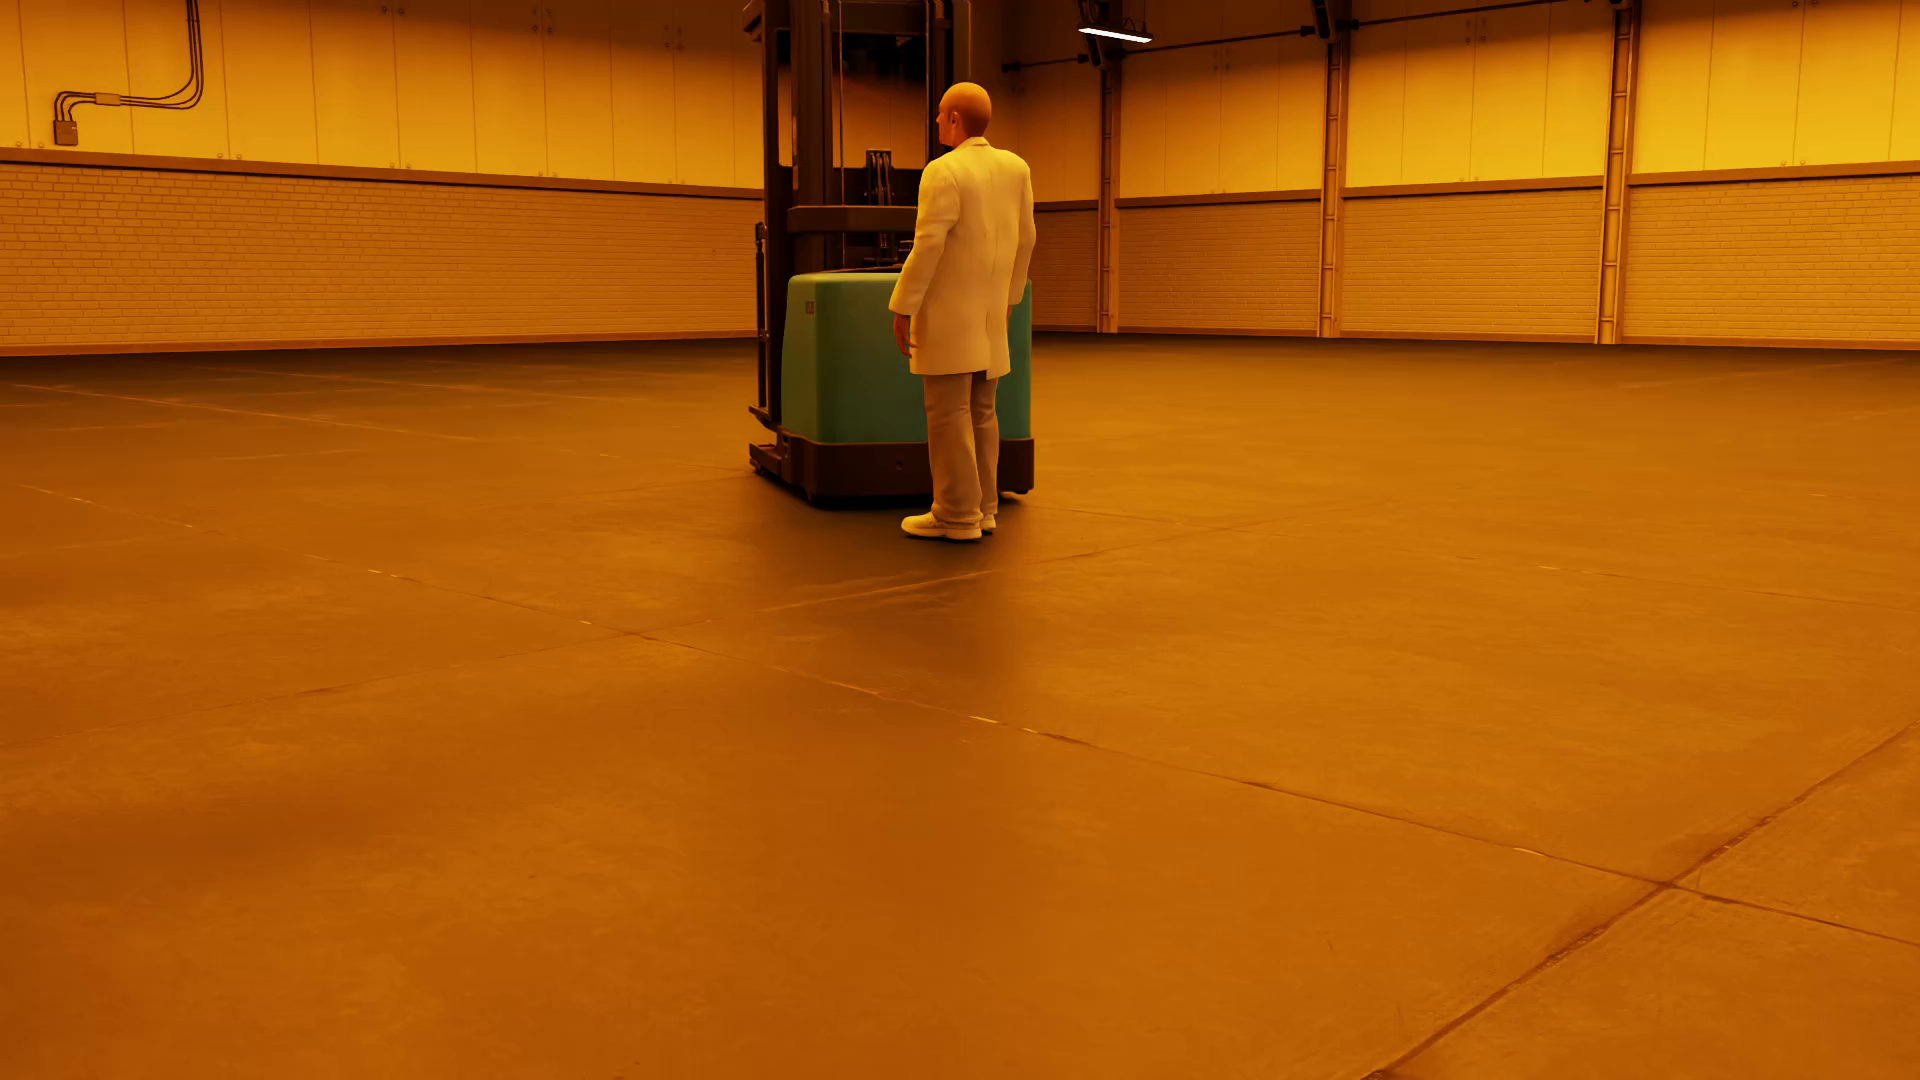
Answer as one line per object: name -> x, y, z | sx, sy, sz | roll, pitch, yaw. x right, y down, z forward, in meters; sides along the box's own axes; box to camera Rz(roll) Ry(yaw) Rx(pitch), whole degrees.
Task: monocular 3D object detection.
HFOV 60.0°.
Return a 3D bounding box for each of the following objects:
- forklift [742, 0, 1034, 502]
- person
forklift -> -0.540, -1.807, 8.878 | 1.130, 2.935, 3.031 | -2, 9, -15
person -> -0.063, -0.896, 6.649 | 0.578, 1.777, 0.698 | 8, 12, 43
